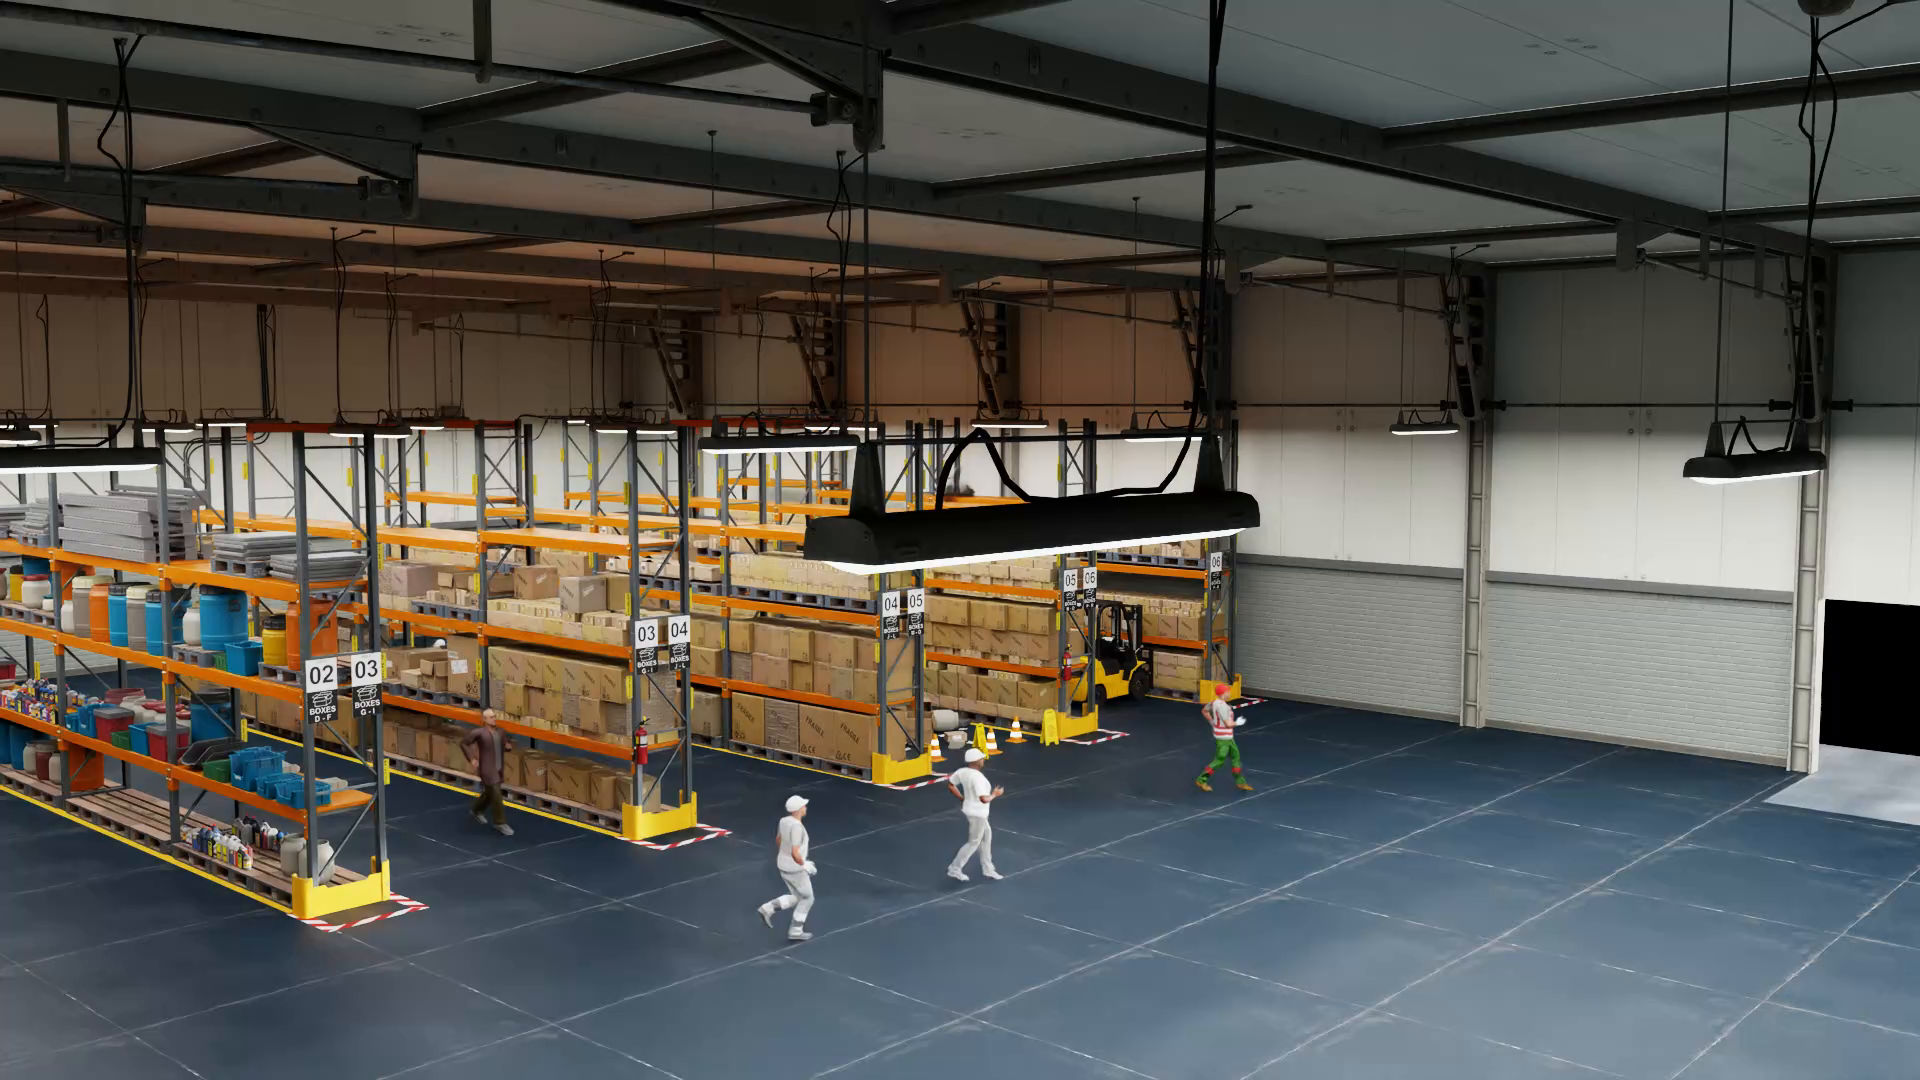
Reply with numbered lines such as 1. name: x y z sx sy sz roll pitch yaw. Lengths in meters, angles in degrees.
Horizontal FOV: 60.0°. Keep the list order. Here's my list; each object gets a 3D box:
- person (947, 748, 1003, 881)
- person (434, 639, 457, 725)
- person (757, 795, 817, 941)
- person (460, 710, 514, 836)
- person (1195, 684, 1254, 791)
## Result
1. person: 0.209 3.641 21.917 0.815 1.810 0.682 -1 5 -17
2. person: -10.016 2.826 32.132 0.801 1.836 0.643 4 6 40
3. person: -2.042 3.873 19.553 0.654 1.735 0.637 -2 5 -26
4. person: -6.937 3.374 24.610 0.941 1.732 0.687 2 5 27
5. person: 4.311 3.214 27.041 0.992 1.775 0.670 0 5 0
